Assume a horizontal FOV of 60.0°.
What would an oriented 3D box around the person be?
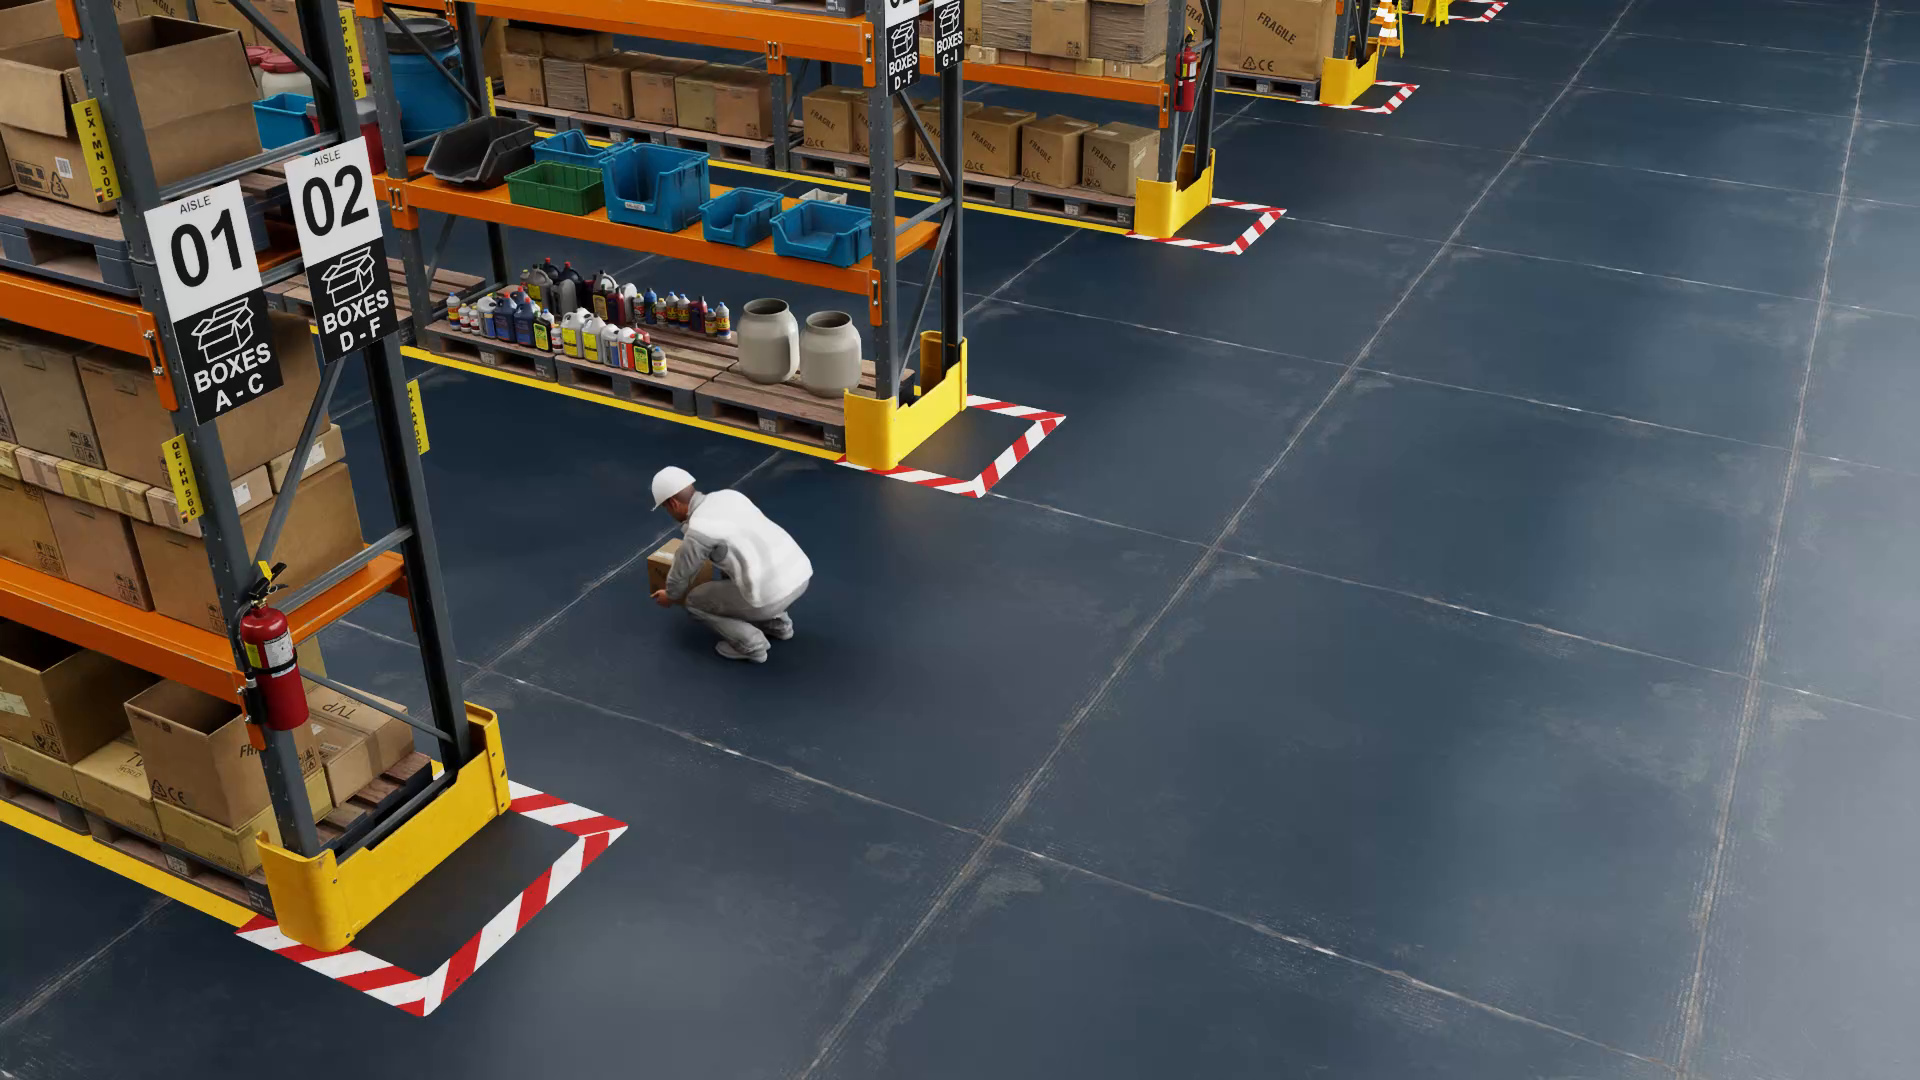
[{"bbox_3d":[-1.229,0.110,8.858,0.861,1.004,0.538,14,33,23],"label":"person"}]
